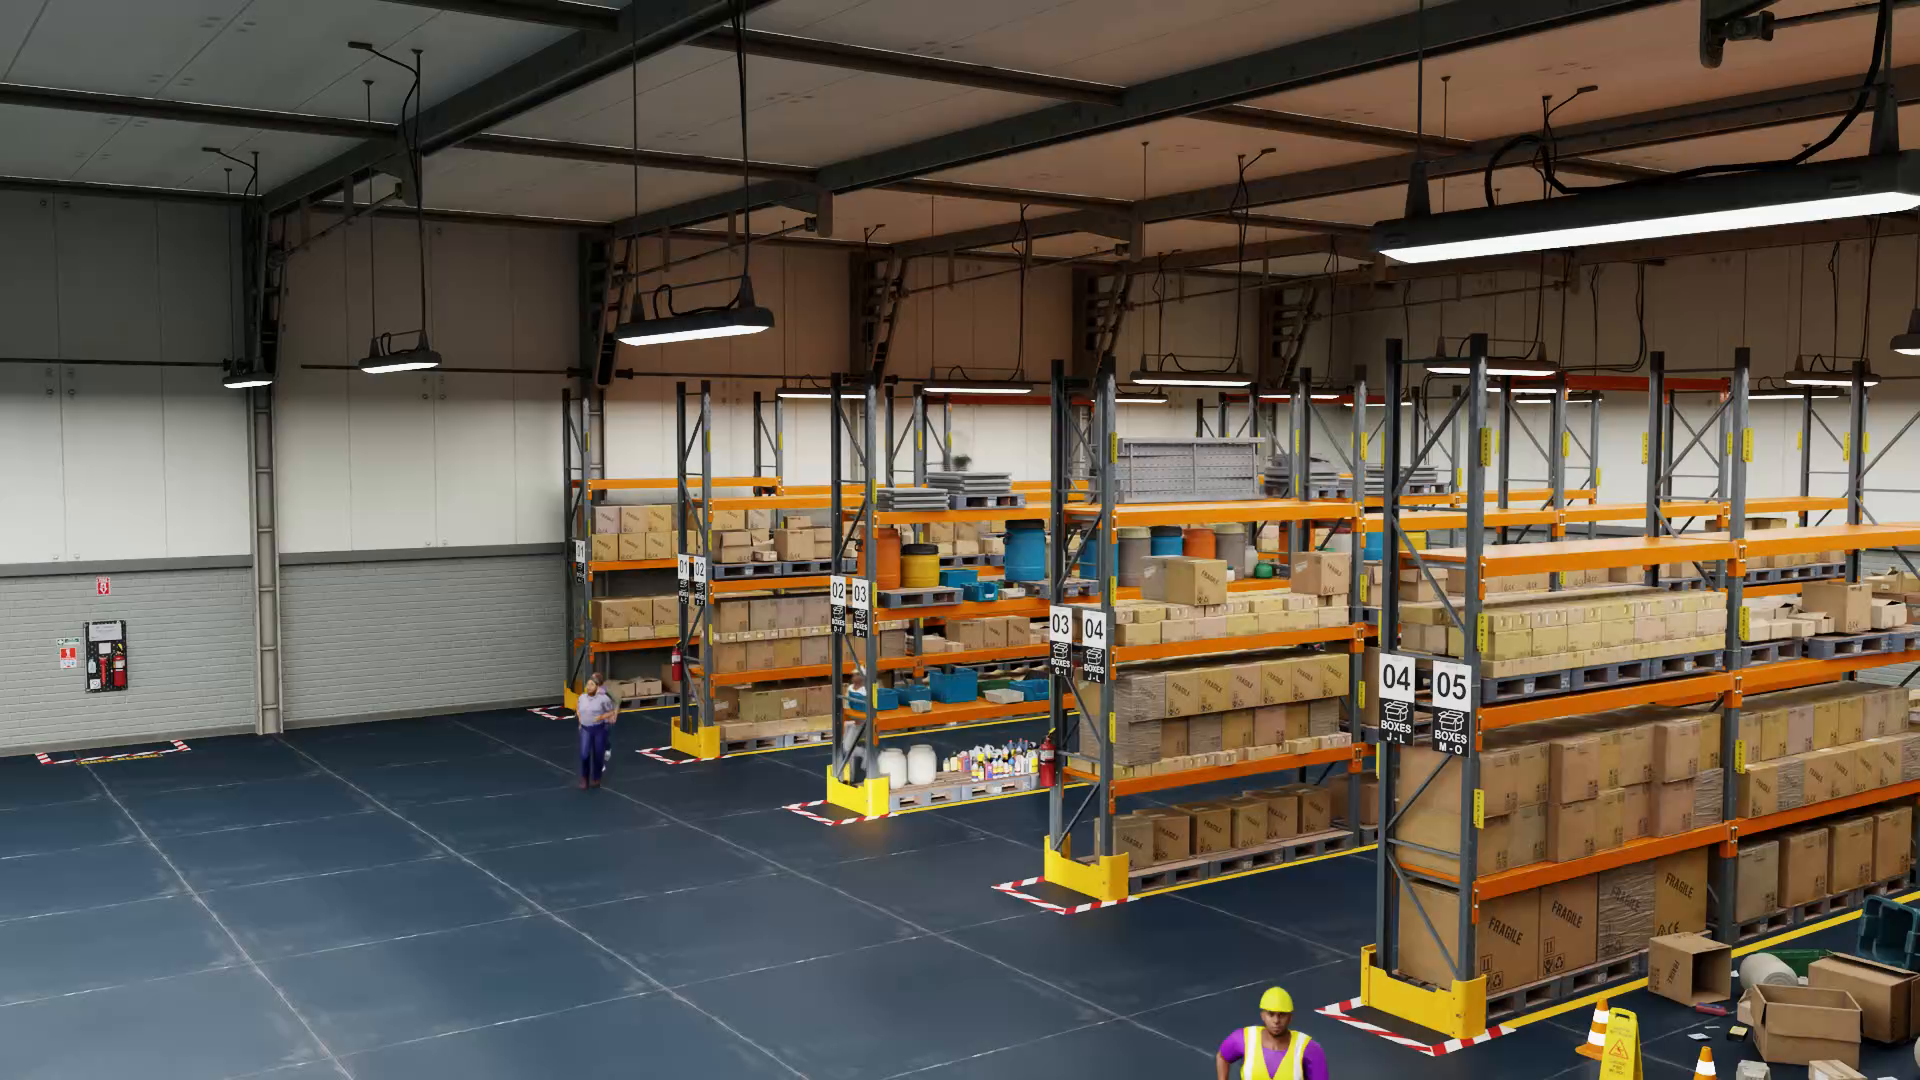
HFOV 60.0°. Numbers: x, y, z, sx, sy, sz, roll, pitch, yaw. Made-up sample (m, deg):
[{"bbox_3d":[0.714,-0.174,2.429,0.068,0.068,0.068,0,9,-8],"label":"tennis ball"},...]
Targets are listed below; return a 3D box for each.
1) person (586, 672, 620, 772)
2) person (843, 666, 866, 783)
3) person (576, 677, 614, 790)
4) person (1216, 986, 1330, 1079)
[{"bbox_3d":[-5.460,2.780,25.249,0.562,1.561,0.608,0,4,7],"label":"person"},{"bbox_3d":[-1.531,2.721,24.640,0.737,1.716,0.695,-3,5,-40],"label":"person"},{"bbox_3d":[-5.306,2.815,24.086,0.578,1.655,0.658,0,4,-2],"label":"person"},{"bbox_3d":[1.908,3.632,10.146,0.670,1.824,0.757,0,4,7],"label":"person"}]
